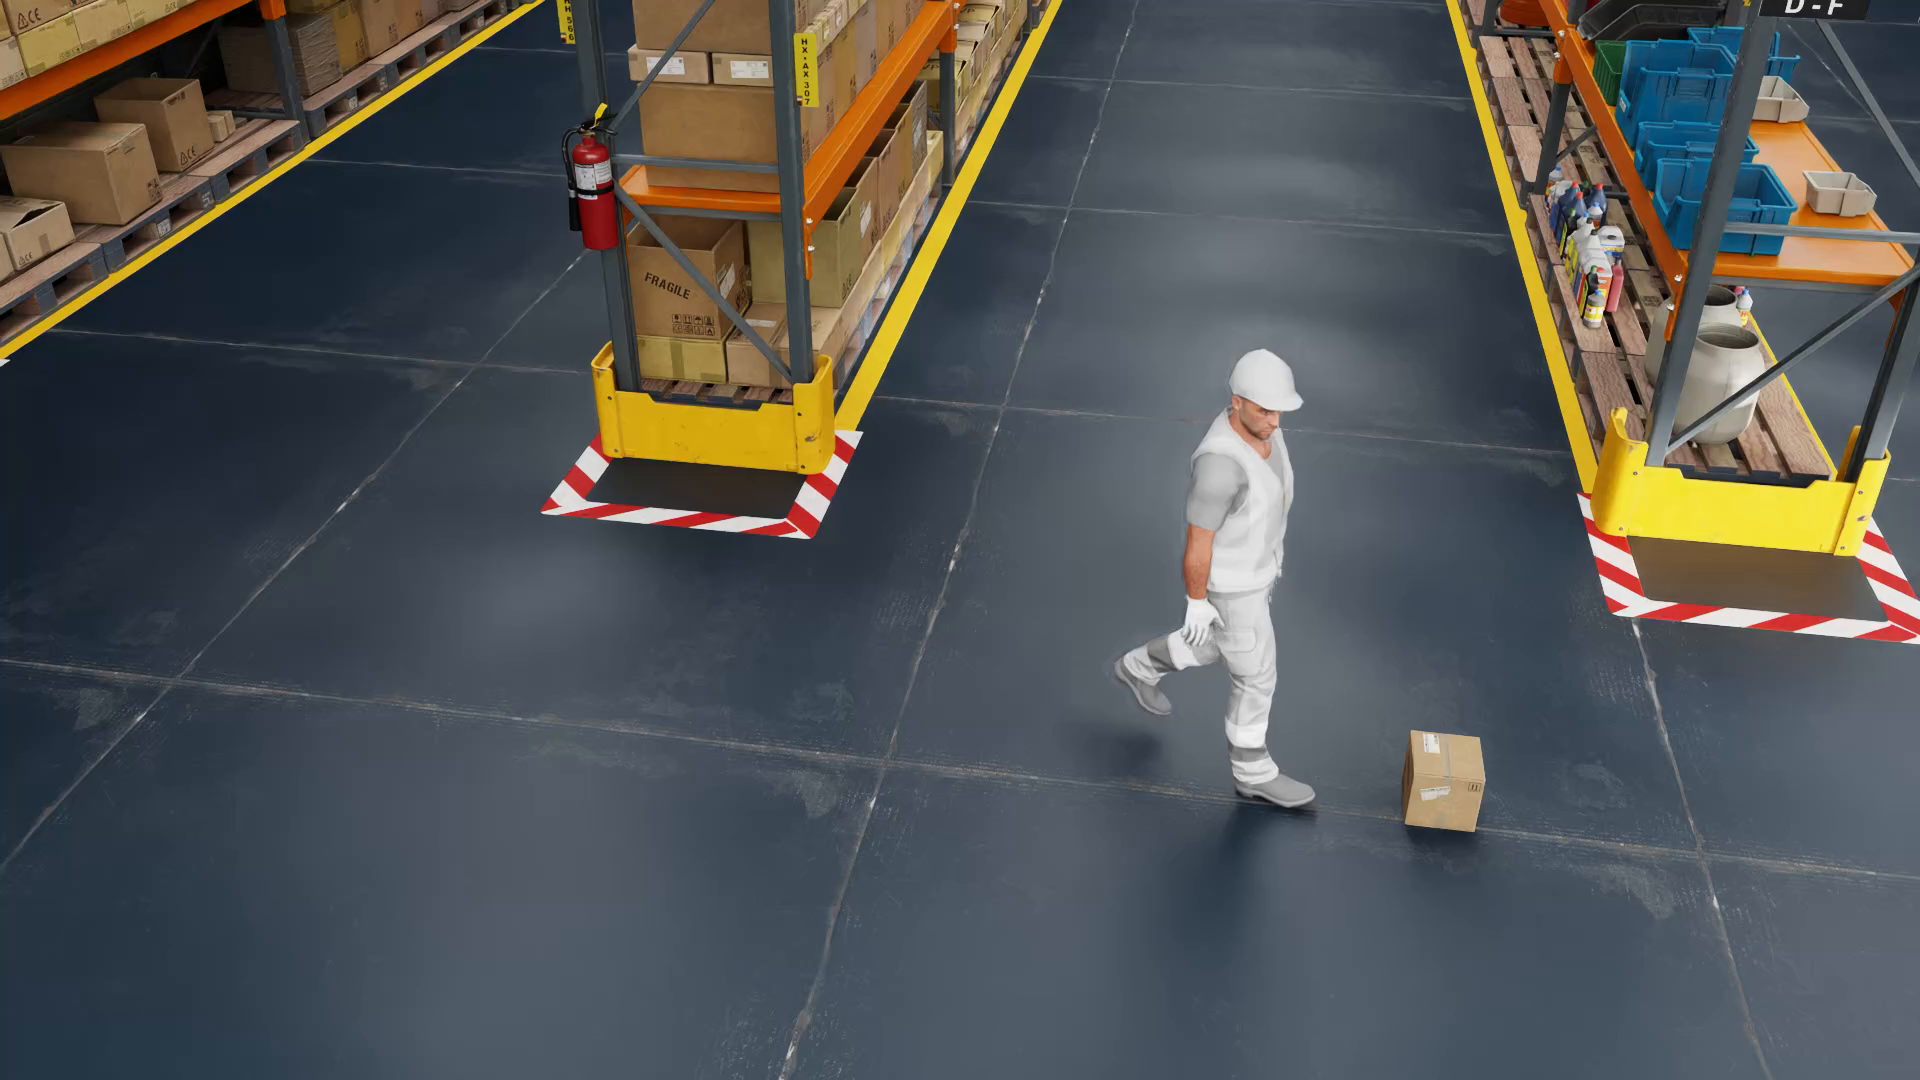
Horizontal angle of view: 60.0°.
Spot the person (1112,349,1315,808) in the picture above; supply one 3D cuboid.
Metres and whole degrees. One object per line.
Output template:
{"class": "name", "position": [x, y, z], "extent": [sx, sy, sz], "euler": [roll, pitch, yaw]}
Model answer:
{"class": "person", "position": [0.945, 0.114, 5.931], "extent": [0.873, 1.769, 0.557], "euler": [13, 34, 20]}
